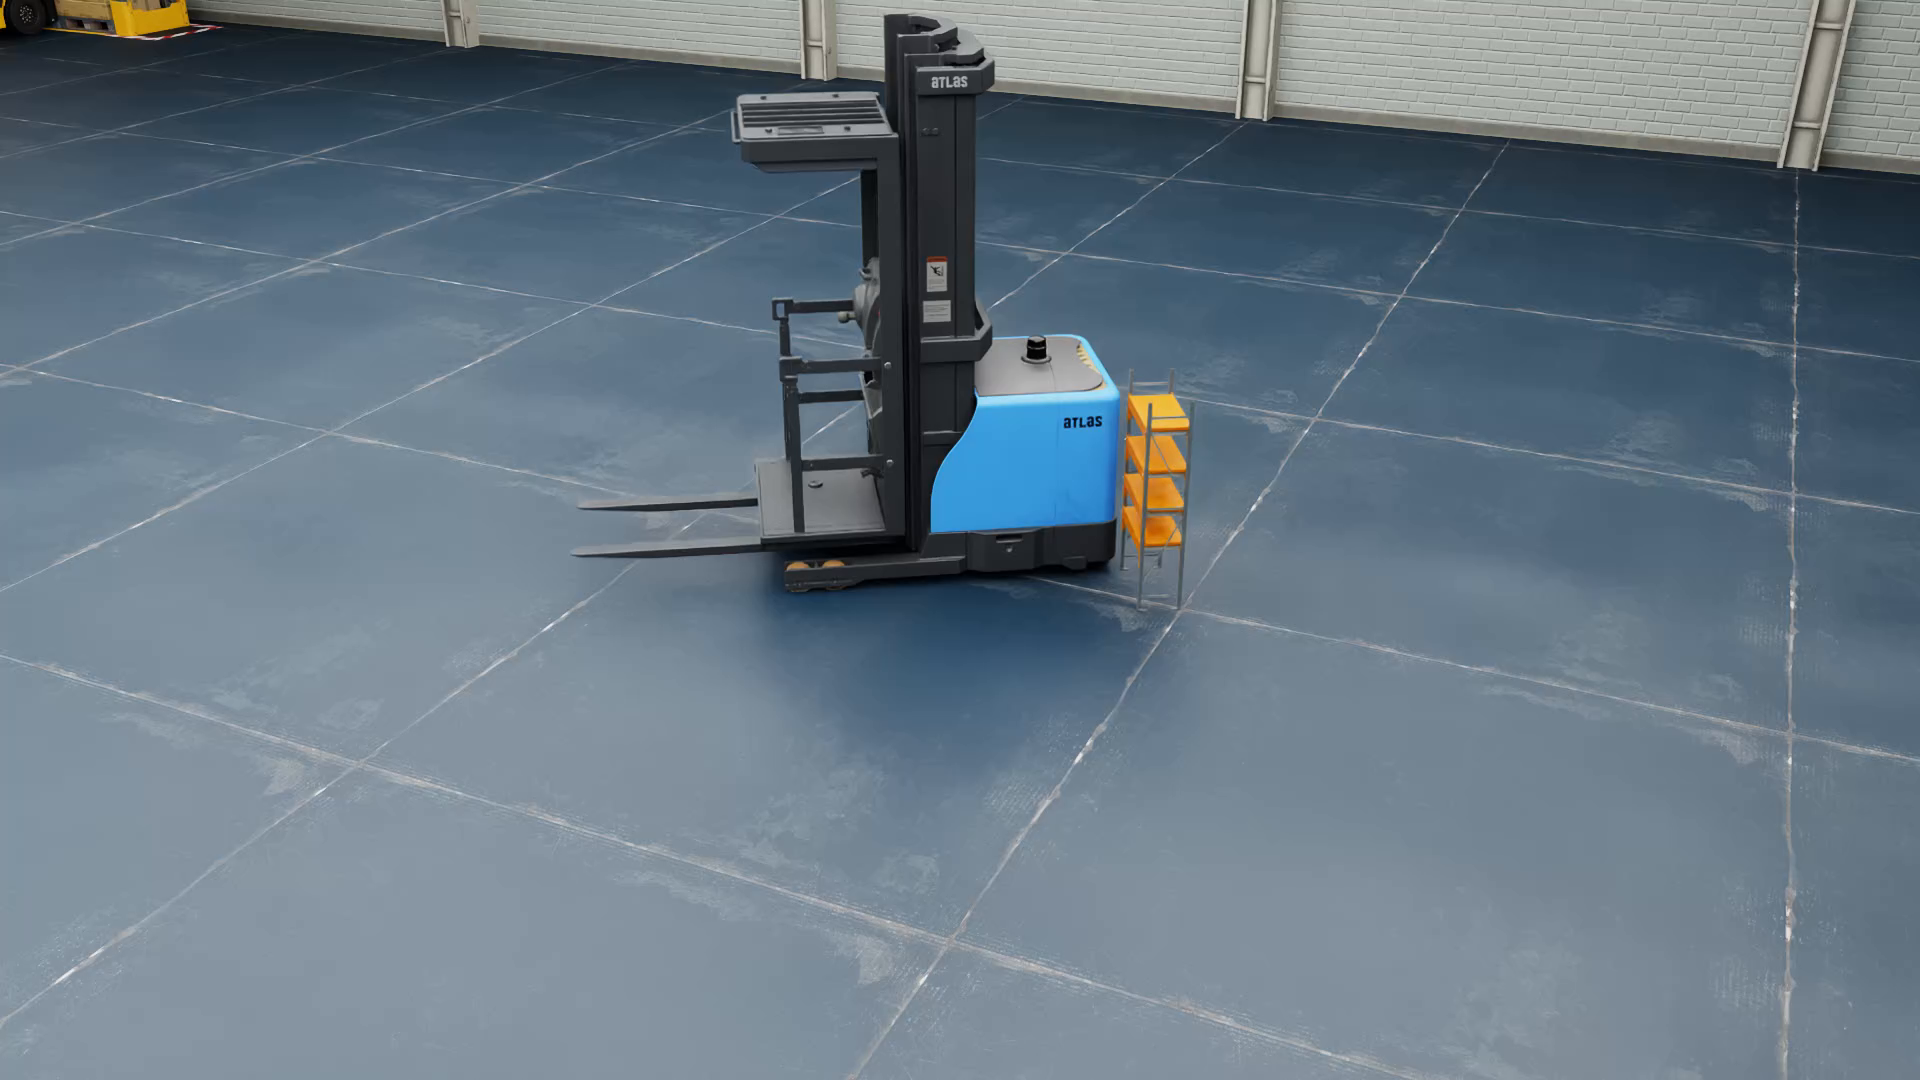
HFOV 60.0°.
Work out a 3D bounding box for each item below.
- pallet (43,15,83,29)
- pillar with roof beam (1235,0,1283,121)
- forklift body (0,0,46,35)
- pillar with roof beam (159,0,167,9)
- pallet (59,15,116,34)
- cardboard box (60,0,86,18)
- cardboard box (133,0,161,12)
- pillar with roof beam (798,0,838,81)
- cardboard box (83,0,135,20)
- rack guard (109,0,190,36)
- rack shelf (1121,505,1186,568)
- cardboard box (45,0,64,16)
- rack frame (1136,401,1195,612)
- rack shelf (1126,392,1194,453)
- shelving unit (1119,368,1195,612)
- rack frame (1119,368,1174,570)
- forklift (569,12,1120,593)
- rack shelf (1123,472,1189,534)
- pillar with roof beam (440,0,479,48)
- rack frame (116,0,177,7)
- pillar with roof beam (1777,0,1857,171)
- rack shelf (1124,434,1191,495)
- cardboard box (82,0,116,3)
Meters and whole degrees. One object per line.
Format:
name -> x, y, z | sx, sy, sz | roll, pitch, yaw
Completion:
pallet -> -14.373, -8.373, 26.517 | 1.213, 0.211, 1.003 | 11, 28, 22
pillar with roof beam -> 1.790, -7.436, 14.666 | 0.400, 9.000, 9.100 | 11, 28, 22
forklift body -> -15.034, -8.510, 24.599 | 1.214, 2.155, 2.313 | 11, 28, 22
pillar with roof beam -> -14.596, -10.727, 21.351 | 0.400, 9.000, 9.100 | 11, 28, 22
pallet -> -13.266, -8.149, 26.063 | 1.213, 0.211, 1.003 | 11, 28, 22
cardboard box -> -13.560, -8.286, 25.821 | 0.500, 0.250, 0.500 | 11, 28, 22
cardboard box -> -12.919, -8.400, 26.054 | 0.500, 0.250, 0.500 | 11, 28, 22
pillar with roof beam -> -3.672, -8.533, 16.894 | 0.400, 9.000, 9.100 | 11, 28, 22
cardboard box -> -13.111, -8.191, 25.628 | 0.500, 0.250, 0.500 | 12, 28, 22
rack guard -> -12.531, -8.151, 25.740 | 0.348, 0.500, 1.175 | 11, 28, 22
rack shelf -> 1.049, -0.030, 9.053 | 0.258, 0.148, 0.480 | -2, 26, -5
cardboard box -> -14.012, -8.381, 26.014 | 0.500, 0.250, 0.500 | 12, 29, 22
rack frame -> 1.075, -0.161, 8.718 | 0.240, 1.200, 0.015 | -2, 26, -5
rack shelf -> 1.051, -0.621, 8.762 | 0.258, 0.148, 0.480 | -2, 26, -5
shelving unit -> 1.049, -0.268, 8.936 | 0.258, 1.200, 0.503 | -2, 26, -5
rack frame -> 1.024, -0.376, 9.154 | 0.240, 1.200, 0.015 | -2, 26, -5
forklift -> -0.679, -1.271, 9.014 | 3.031, 2.935, 1.130 | -4, 26, -7
rack shelf -> 1.049, -0.208, 8.966 | 0.258, 0.148, 0.480 | -2, 26, -5
pillar with roof beam -> -9.134, -9.630, 19.123 | 0.400, 9.000, 9.100 | 11, 28, 22
rack frame -> -12.553, -9.277, 25.197 | 0.127, 3.000, 1.000 | 11, 28, 22
pillar with roof beam -> 7.252, -6.339, 12.438 | 0.400, 9.000, 9.100 | 11, 28, 22
rack shelf -> 1.050, -0.409, 8.867 | 0.258, 0.148, 0.480 | -2, 26, -5
cardboard box -> -13.125, -8.420, 25.527 | 0.500, 0.250, 0.500 | 11, 28, 21
